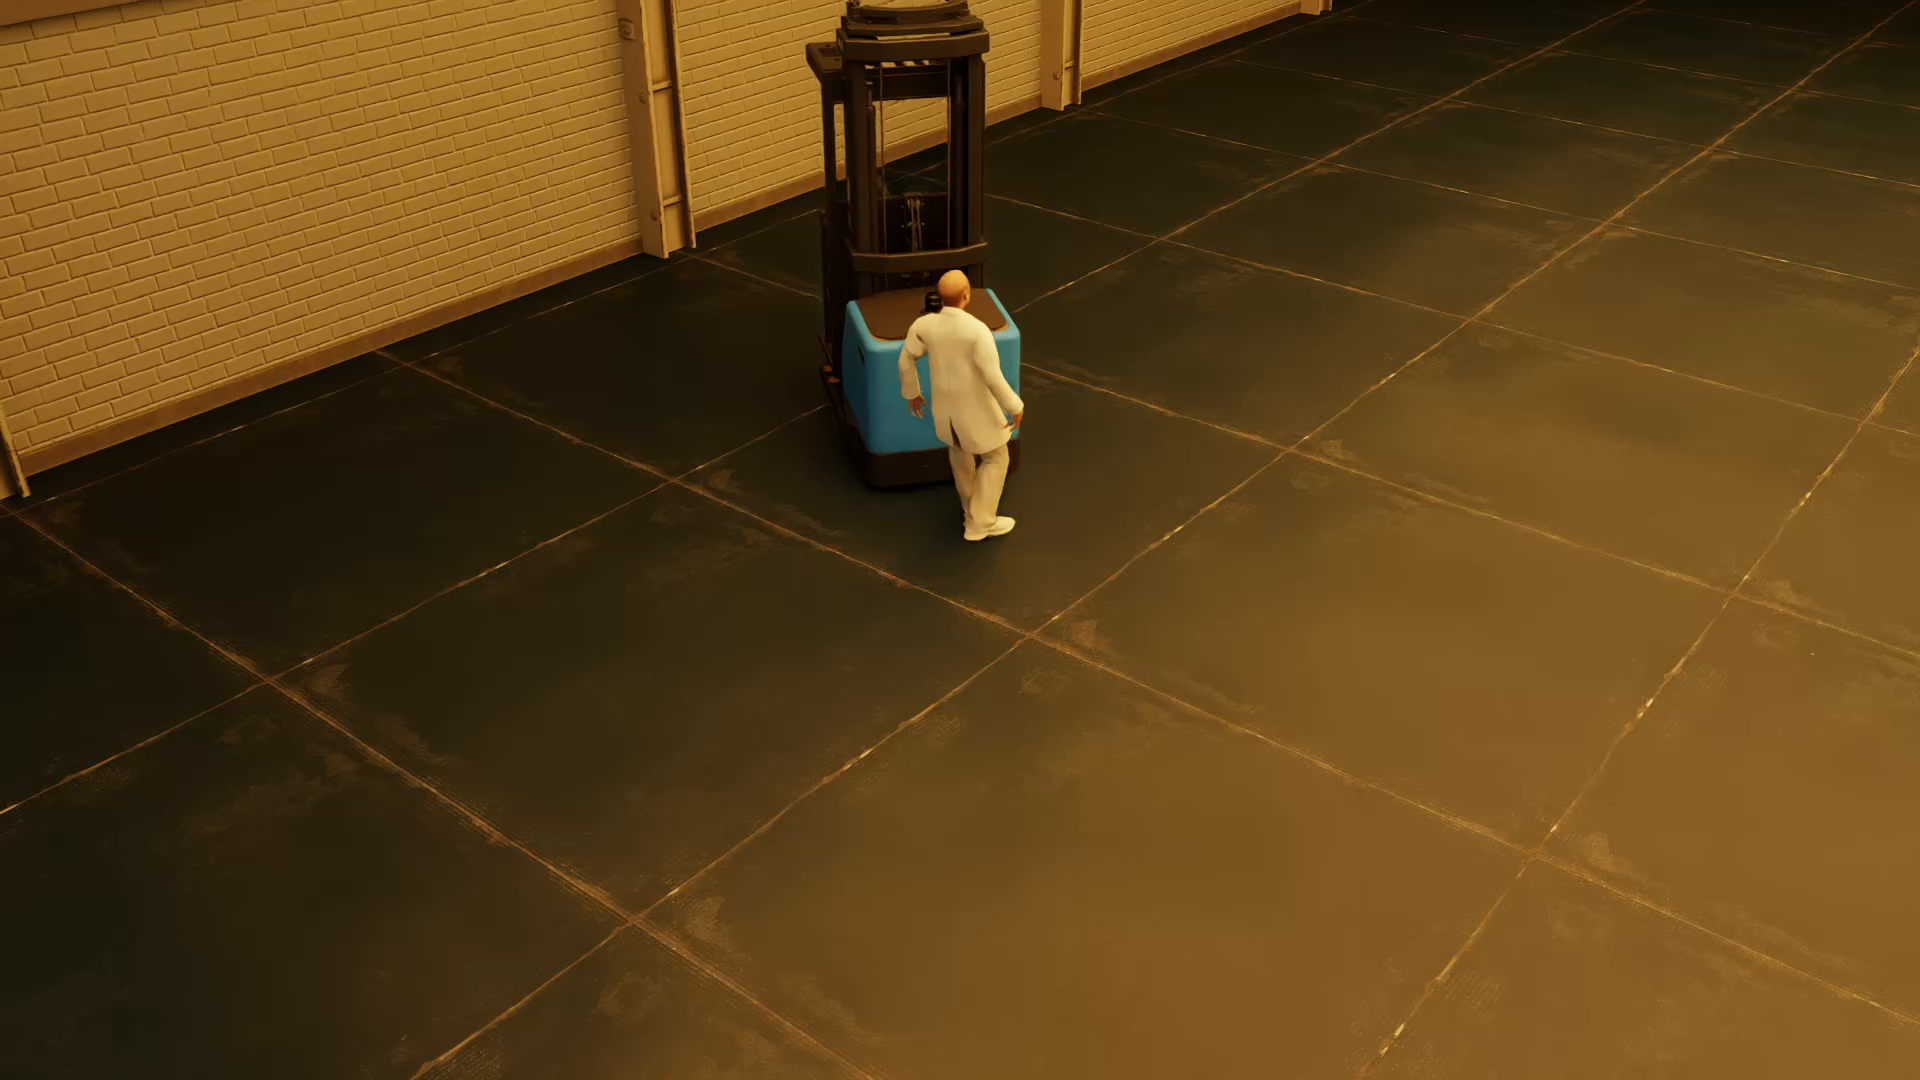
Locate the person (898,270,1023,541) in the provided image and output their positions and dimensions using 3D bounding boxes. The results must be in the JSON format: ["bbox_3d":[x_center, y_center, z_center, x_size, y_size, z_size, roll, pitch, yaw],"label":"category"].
[{"bbox_3d":[0.098,-0.876,10.284,0.821,1.744,0.699,18,35,28],"label":"person"}]

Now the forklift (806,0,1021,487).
[{"bbox_3d":[-0.429,-2.347,11.611,1.130,2.935,3.031,-7,31,-11],"label":"forklift"}]
